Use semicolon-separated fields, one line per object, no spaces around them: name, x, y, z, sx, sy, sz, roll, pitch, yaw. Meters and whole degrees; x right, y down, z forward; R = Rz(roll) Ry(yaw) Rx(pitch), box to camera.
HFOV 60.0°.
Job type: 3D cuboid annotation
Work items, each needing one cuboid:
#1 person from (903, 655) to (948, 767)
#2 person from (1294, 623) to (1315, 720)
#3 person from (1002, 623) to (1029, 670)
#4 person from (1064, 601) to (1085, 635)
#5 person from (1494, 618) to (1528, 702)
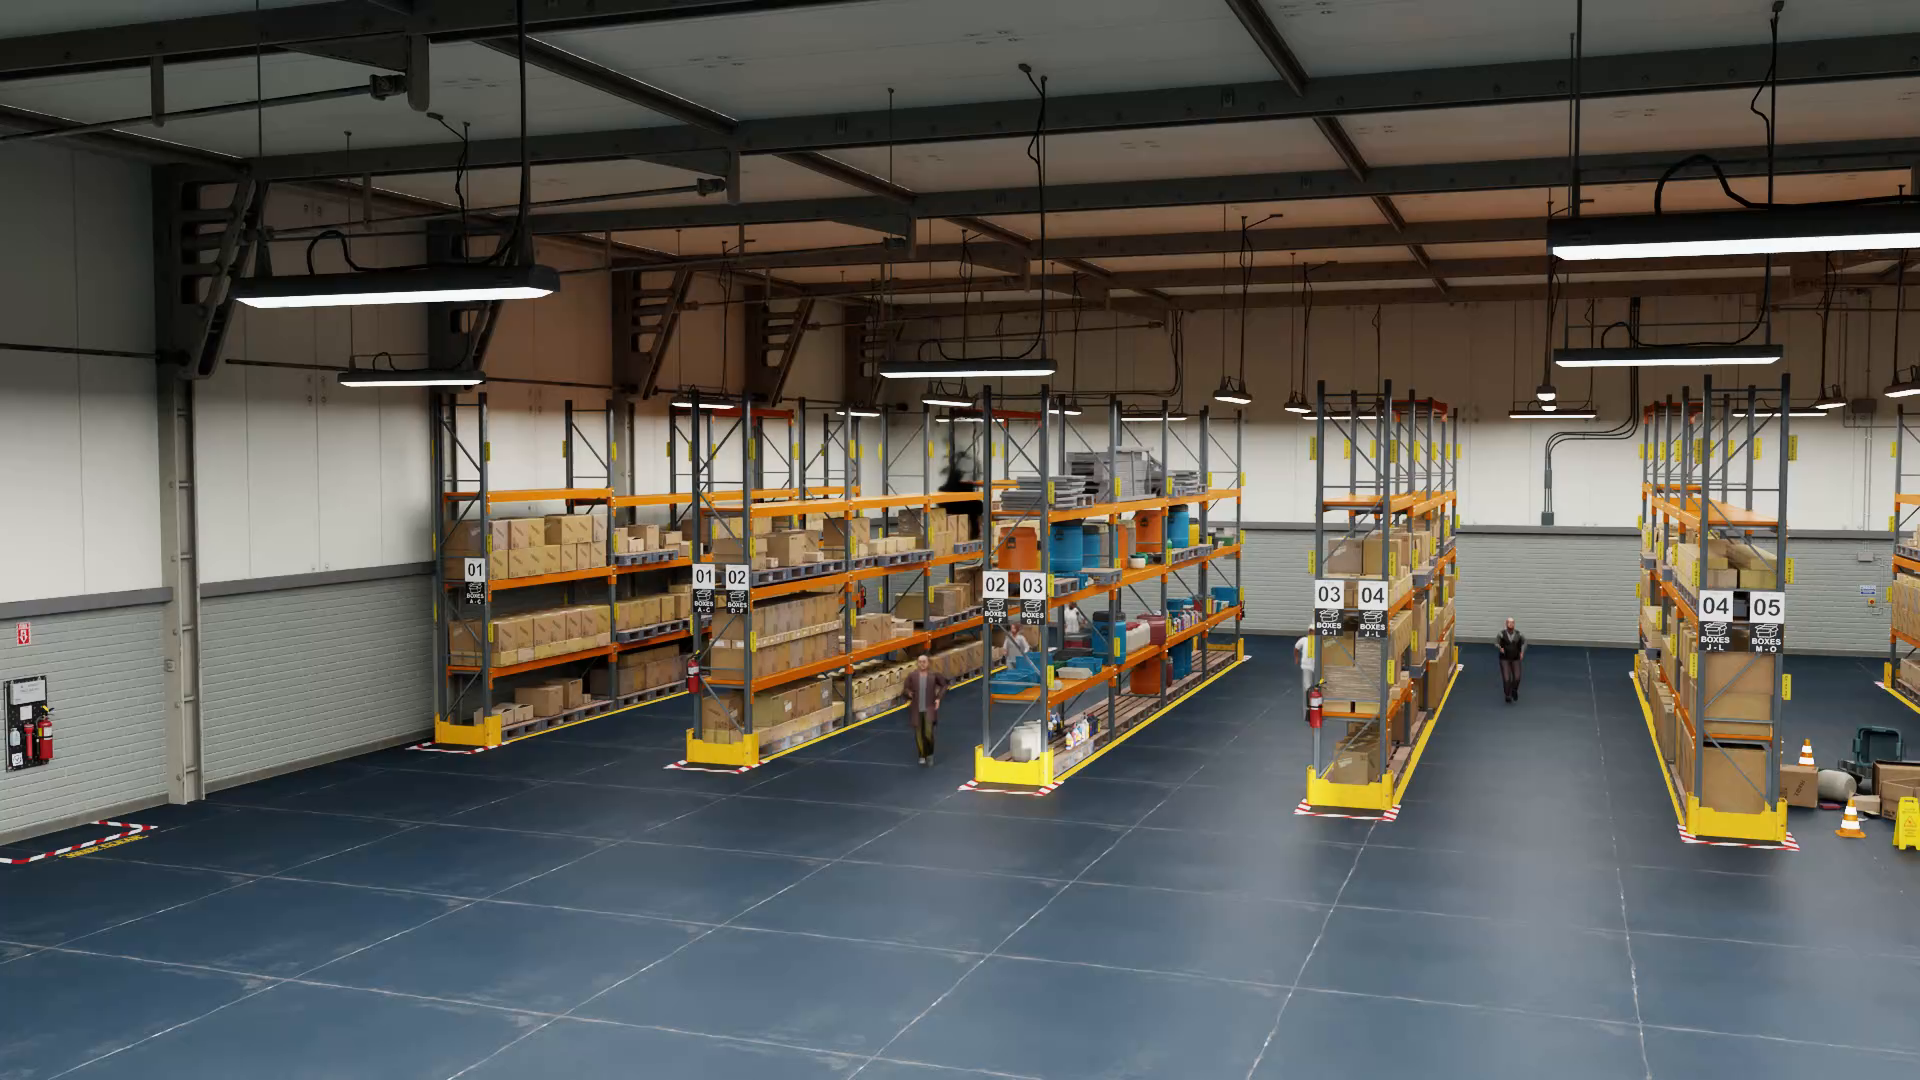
person;-0.577;2.722;26.369;0.691;1.777;0.695;0;3;8
person;6.611;2.461;31.181;0.669;1.825;0.766;1;3;10
person;1.082;2.488;33.229;0.524;1.467;0.537;1;3;15
person;2.593;2.129;38.226;0.548;1.676;0.636;0;3;9
person;10.947;2.394;33.044;0.649;1.676;0.578;1;3;15
